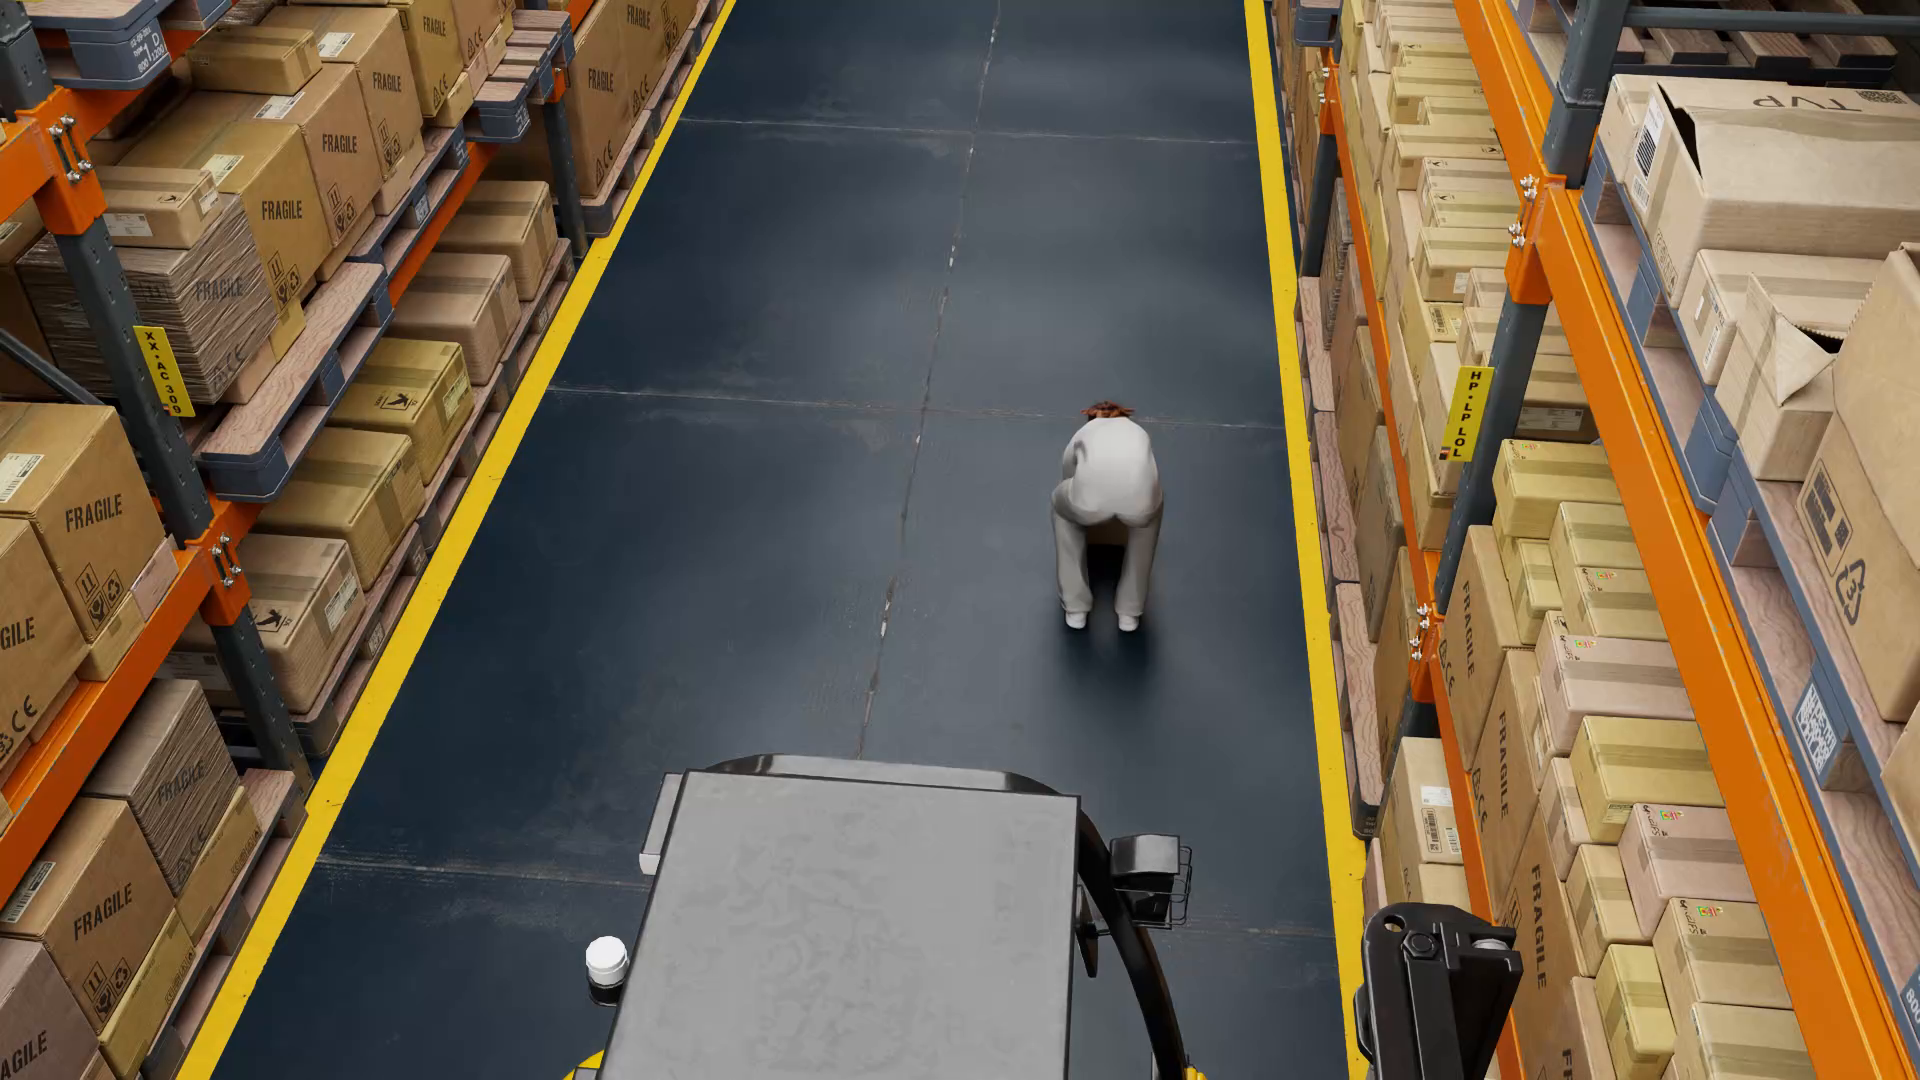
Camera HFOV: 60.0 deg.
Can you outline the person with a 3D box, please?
[{"bbox_3d":[0.615,-0.139,6.954,0.471,0.857,0.850,1,40,2],"label":"person"}]
